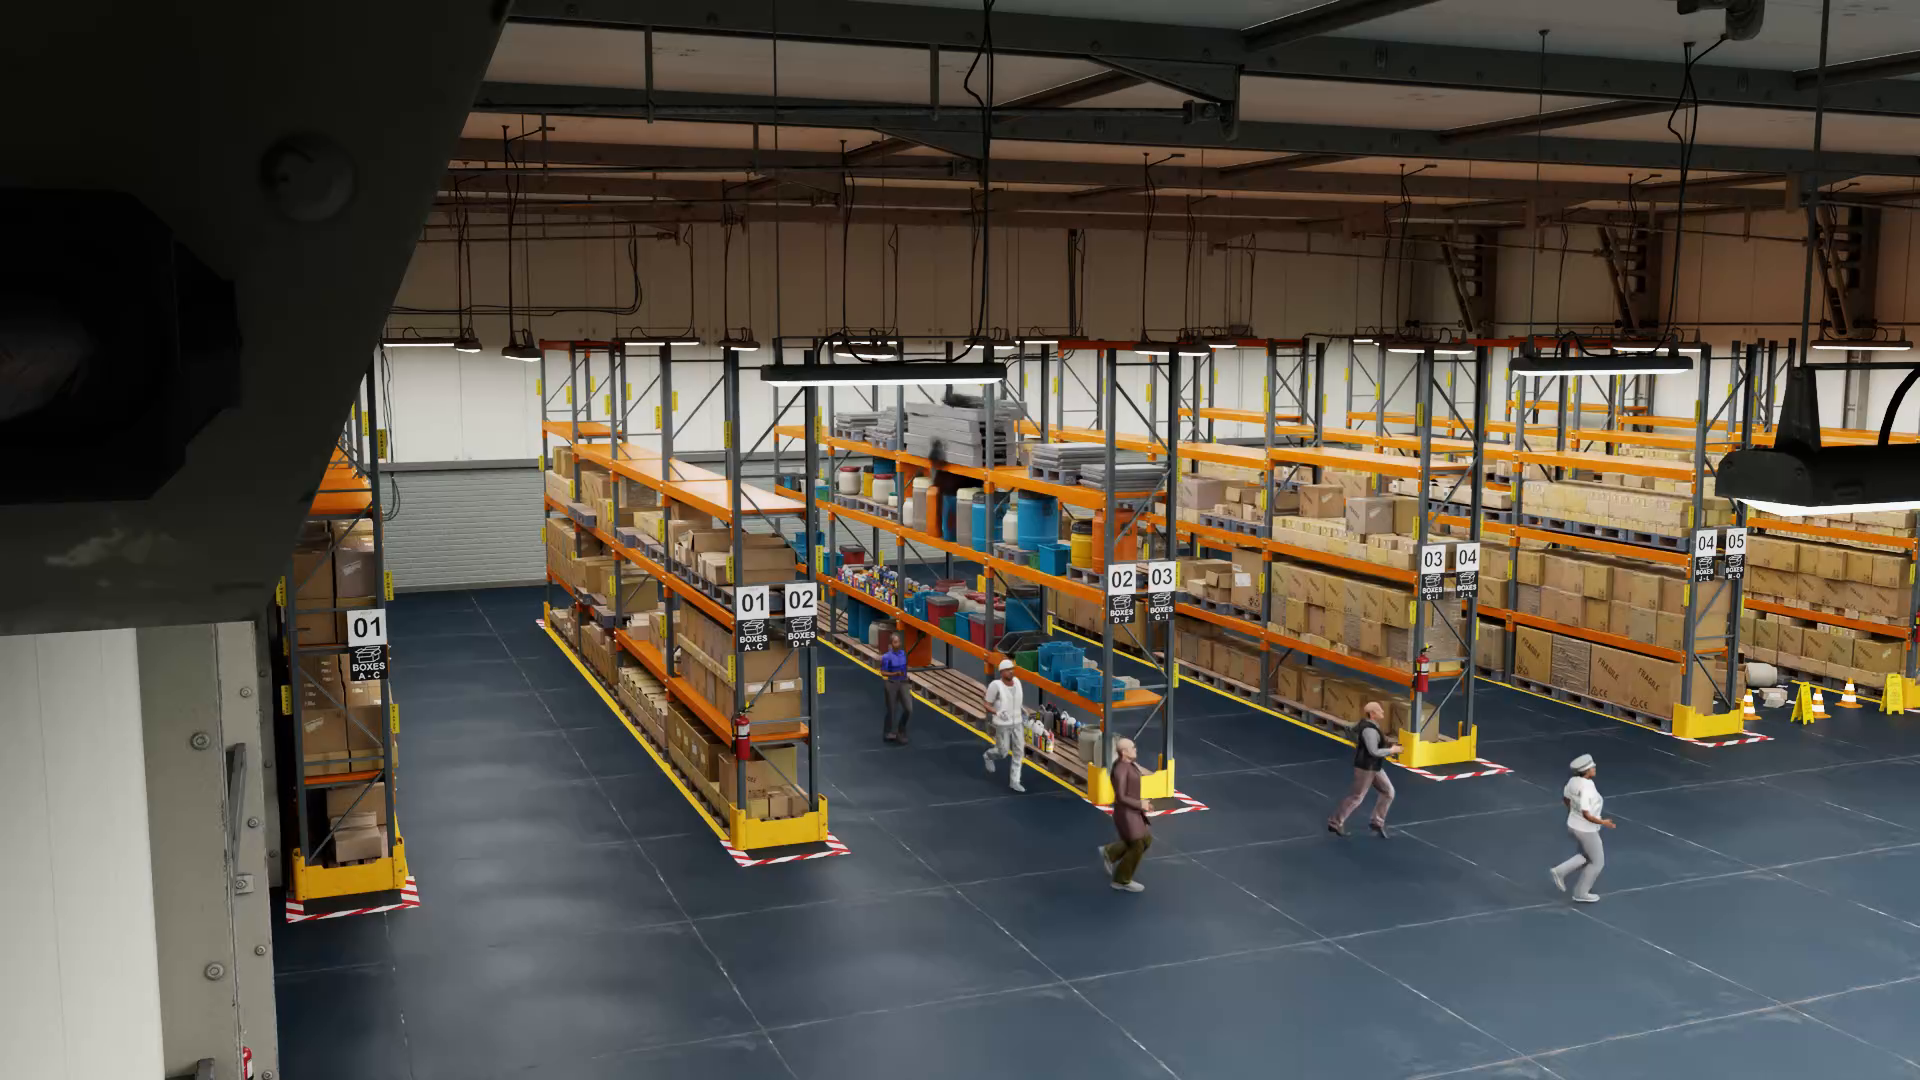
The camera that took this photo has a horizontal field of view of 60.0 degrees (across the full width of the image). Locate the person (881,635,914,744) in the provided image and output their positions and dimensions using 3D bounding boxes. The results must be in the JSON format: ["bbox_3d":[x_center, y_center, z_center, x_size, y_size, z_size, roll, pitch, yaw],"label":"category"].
[{"bbox_3d":[-0.947,2.267,25.105,0.532,1.685,0.667,-5,9,-31],"label":"person"}]

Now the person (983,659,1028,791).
[{"bbox_3d":[0.640,2.505,22.774,0.681,1.766,0.878,-4,9,-31],"label":"person"}]

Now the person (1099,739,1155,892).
[{"bbox_3d":[1.874,3.071,18.603,0.620,1.734,0.710,1,8,9],"label":"person"}]

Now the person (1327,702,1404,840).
[{"bbox_3d":[4.986,2.839,20.412,0.887,1.760,0.662,2,8,16],"label":"person"}]

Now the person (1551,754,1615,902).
[{"bbox_3d":[6.827,3.156,18.218,0.583,1.644,0.573,0,7,0],"label":"person"}]
